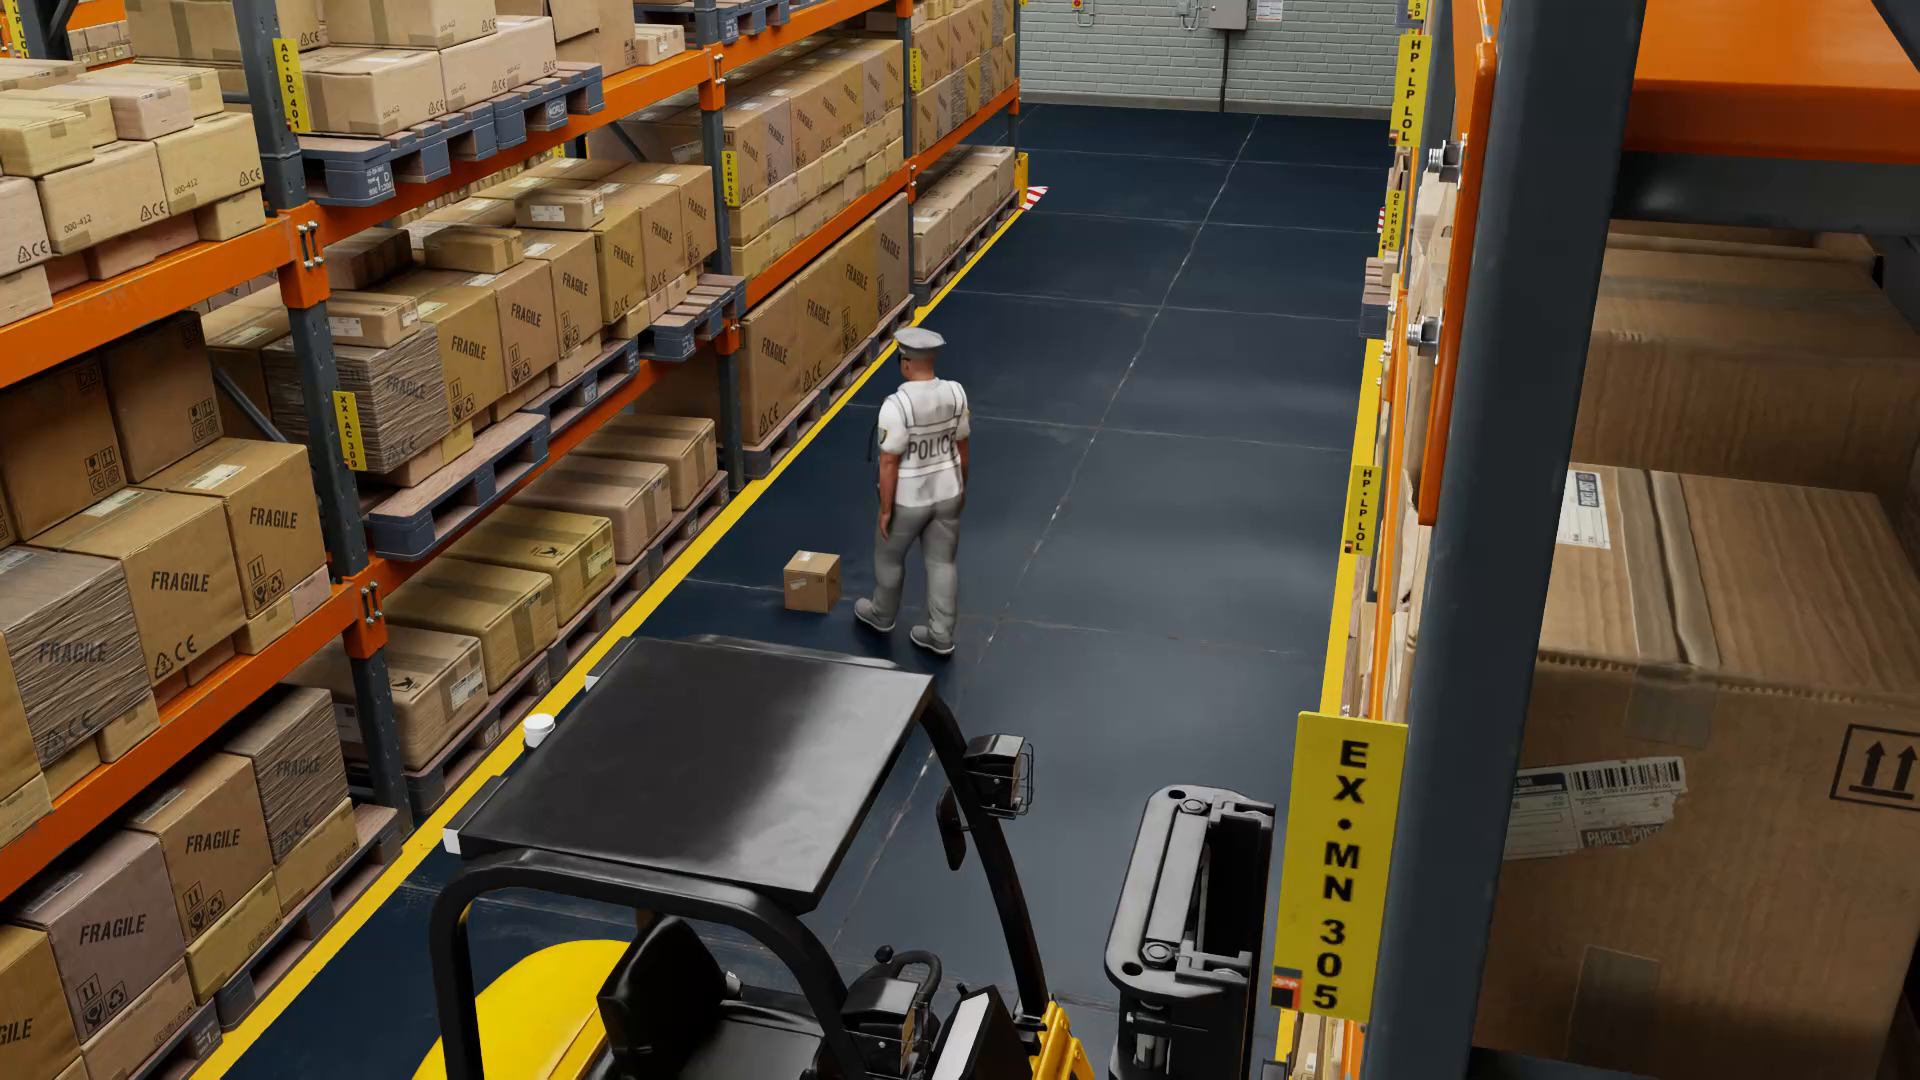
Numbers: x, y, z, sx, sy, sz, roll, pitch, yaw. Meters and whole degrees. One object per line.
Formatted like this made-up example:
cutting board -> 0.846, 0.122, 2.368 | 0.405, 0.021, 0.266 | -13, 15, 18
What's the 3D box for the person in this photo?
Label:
person -> -0.276, -0.280, 8.677 | 0.552, 1.740, 0.707 | -14, 29, -28
